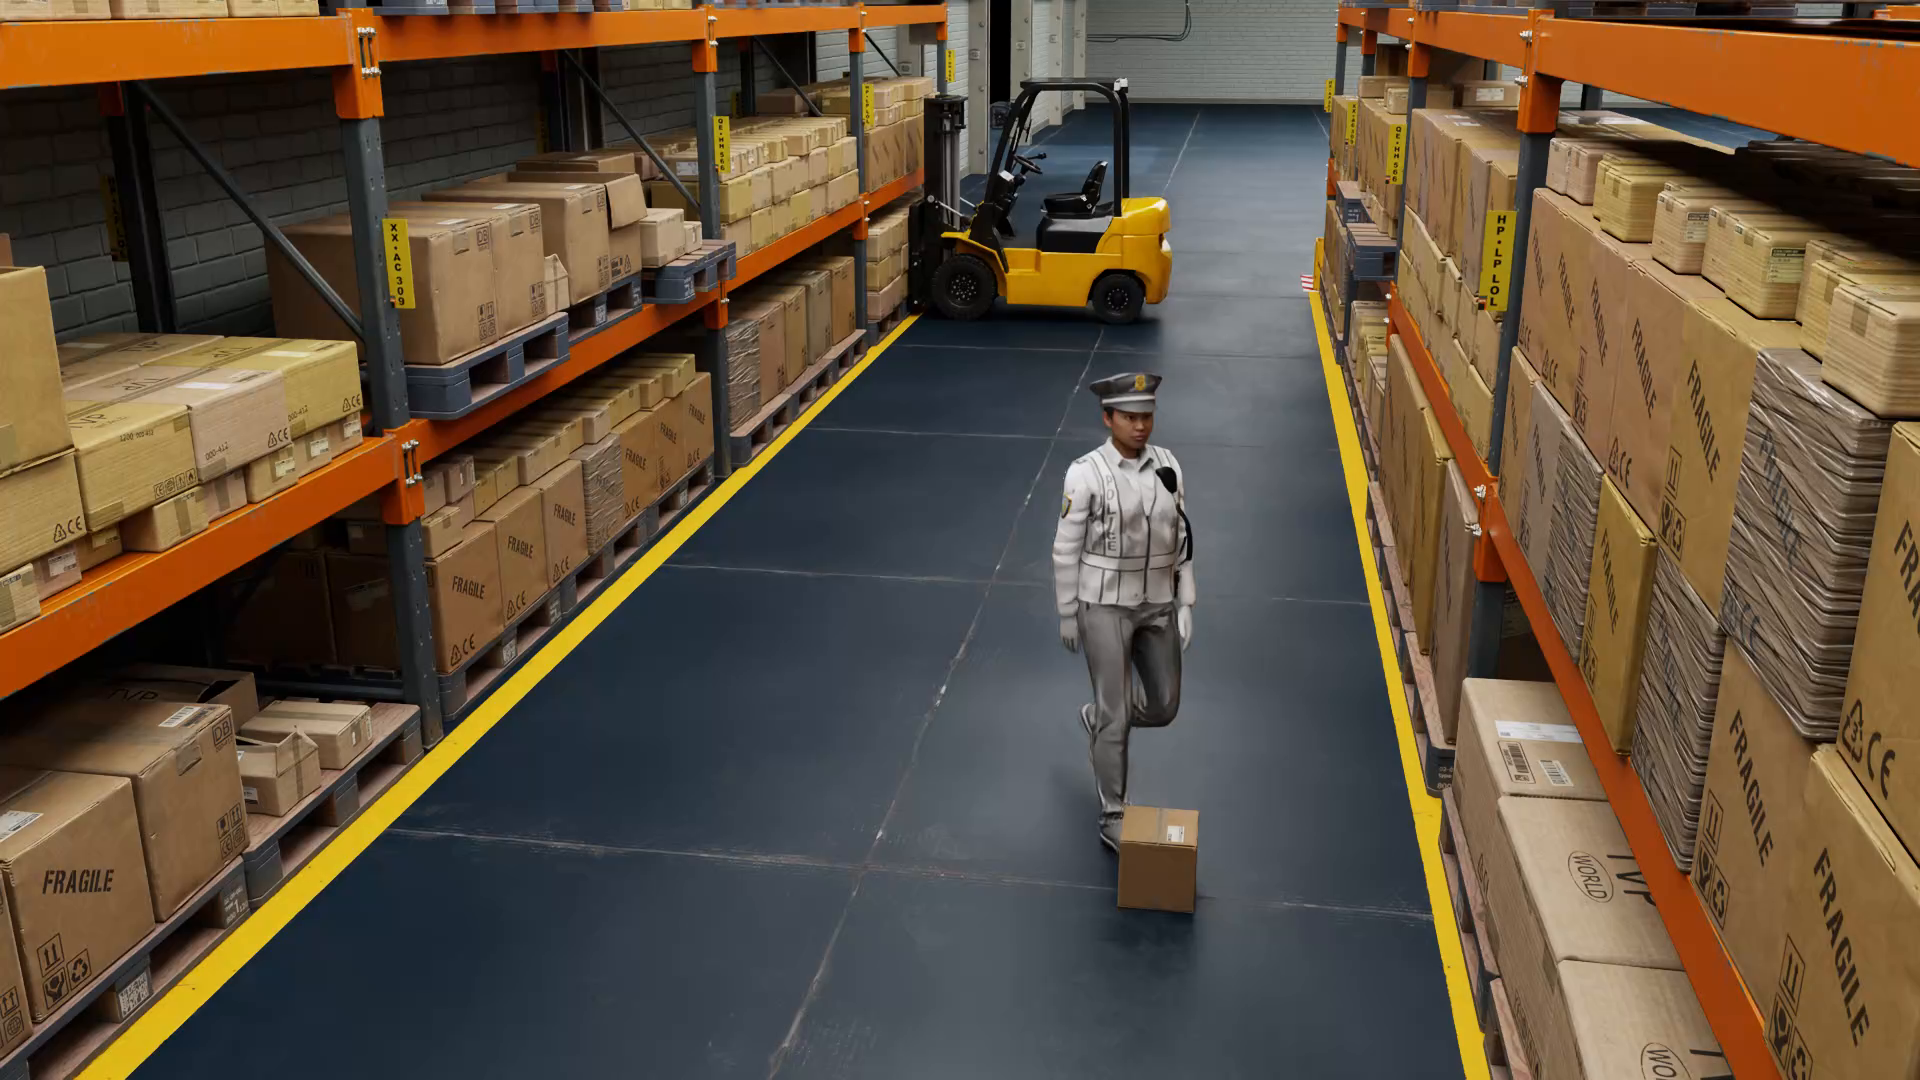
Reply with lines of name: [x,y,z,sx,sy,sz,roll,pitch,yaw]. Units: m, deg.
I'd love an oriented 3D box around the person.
person: [0.588,0.227,5.807,0.495,1.664,0.715,-9,20,-25]
